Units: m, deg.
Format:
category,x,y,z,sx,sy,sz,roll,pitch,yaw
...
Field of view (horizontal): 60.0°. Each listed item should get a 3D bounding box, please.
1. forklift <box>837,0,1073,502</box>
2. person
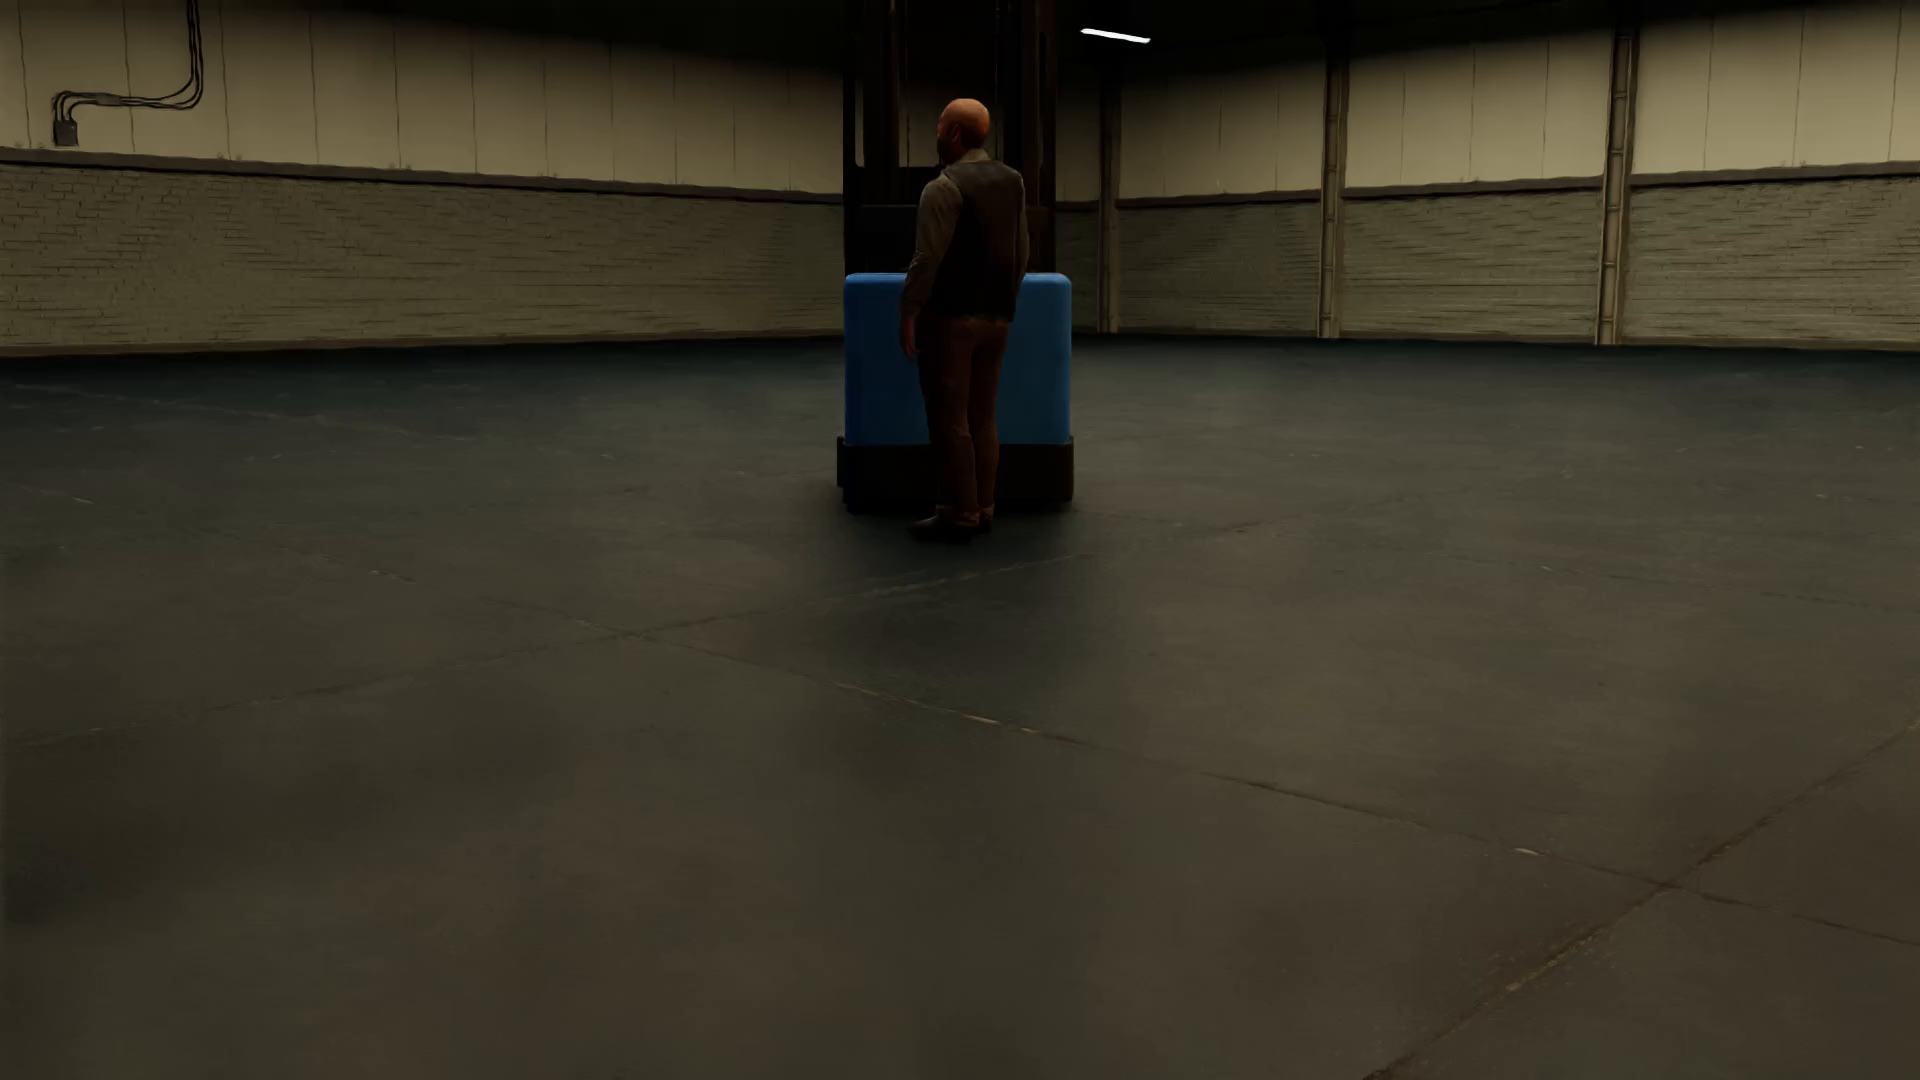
category,x,y,z,sx,sy,sz,roll,pitch,yaw
forklift,-0.063,-1.794,8.785,1.130,2.935,3.031,0,9,-2
person,-0.039,-0.866,6.637,0.567,1.720,0.632,8,12,43
